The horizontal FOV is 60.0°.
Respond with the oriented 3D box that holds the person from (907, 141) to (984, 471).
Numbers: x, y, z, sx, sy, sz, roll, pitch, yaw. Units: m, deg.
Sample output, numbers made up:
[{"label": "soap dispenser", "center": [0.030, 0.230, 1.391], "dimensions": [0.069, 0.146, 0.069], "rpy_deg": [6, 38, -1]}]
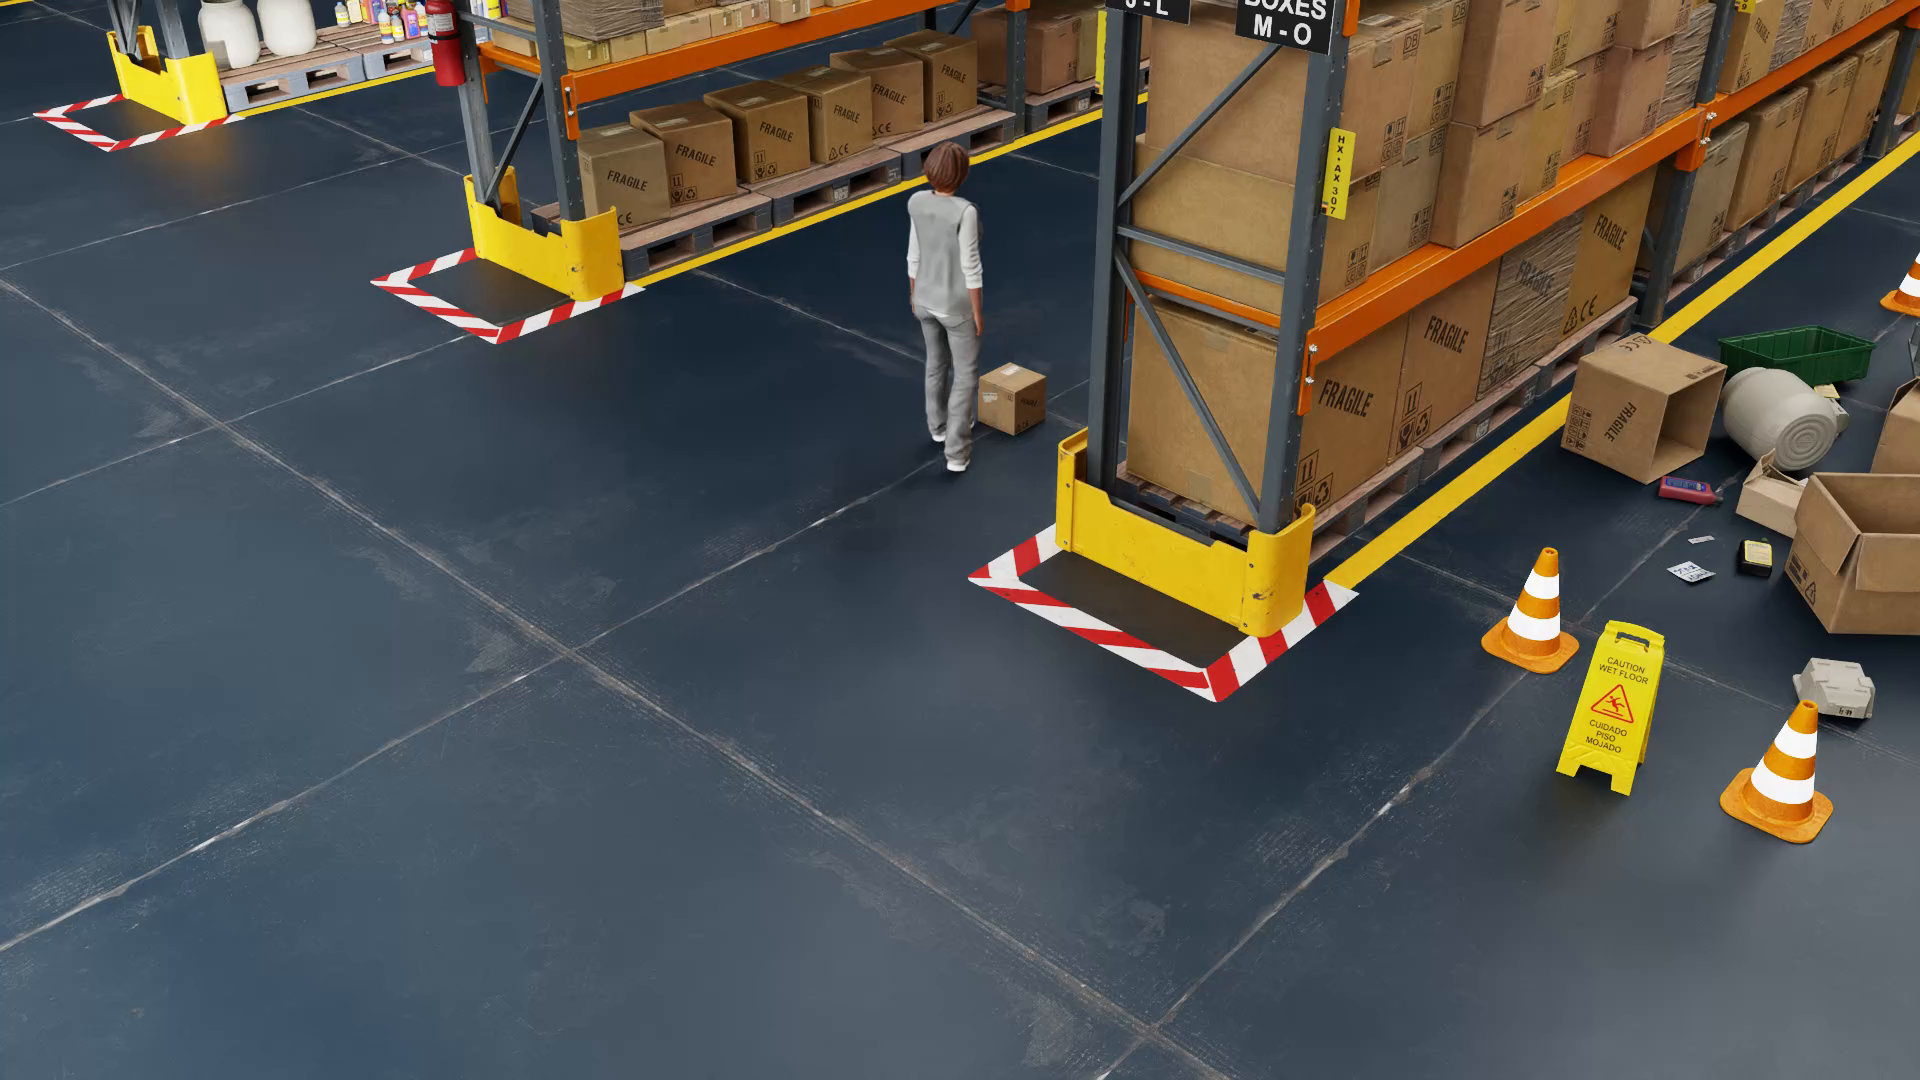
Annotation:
[{"label": "person", "center": [-0.038, -1.133, 7.976], "dimensions": [0.438, 1.611, 0.523], "rpy_deg": [21, 38, 30]}]
